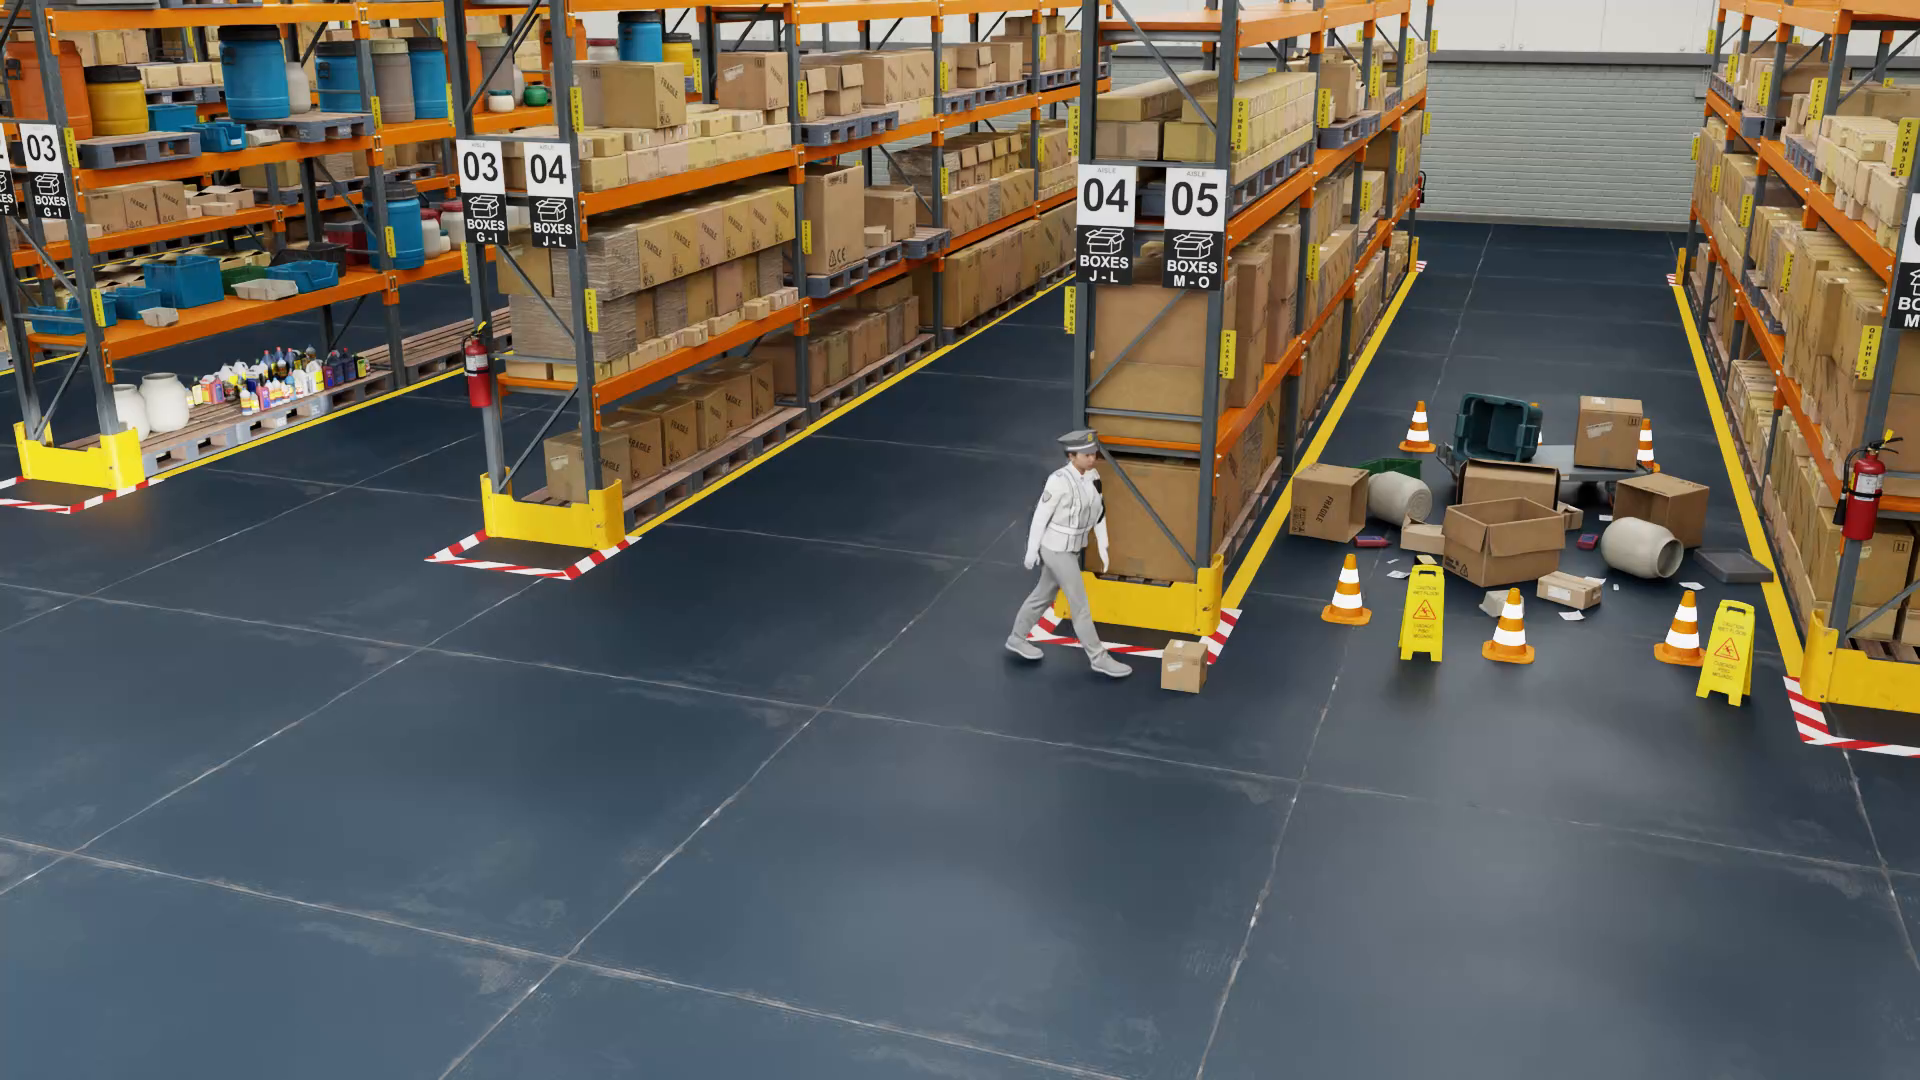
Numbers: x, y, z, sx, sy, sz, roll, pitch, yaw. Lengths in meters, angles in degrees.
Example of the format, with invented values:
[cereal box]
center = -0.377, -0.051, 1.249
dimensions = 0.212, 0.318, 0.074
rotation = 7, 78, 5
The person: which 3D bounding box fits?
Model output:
[person]
center = 0.741, 0.045, 10.893
dimensions = 0.925, 1.616, 0.458
rotation = 10, 21, 26
